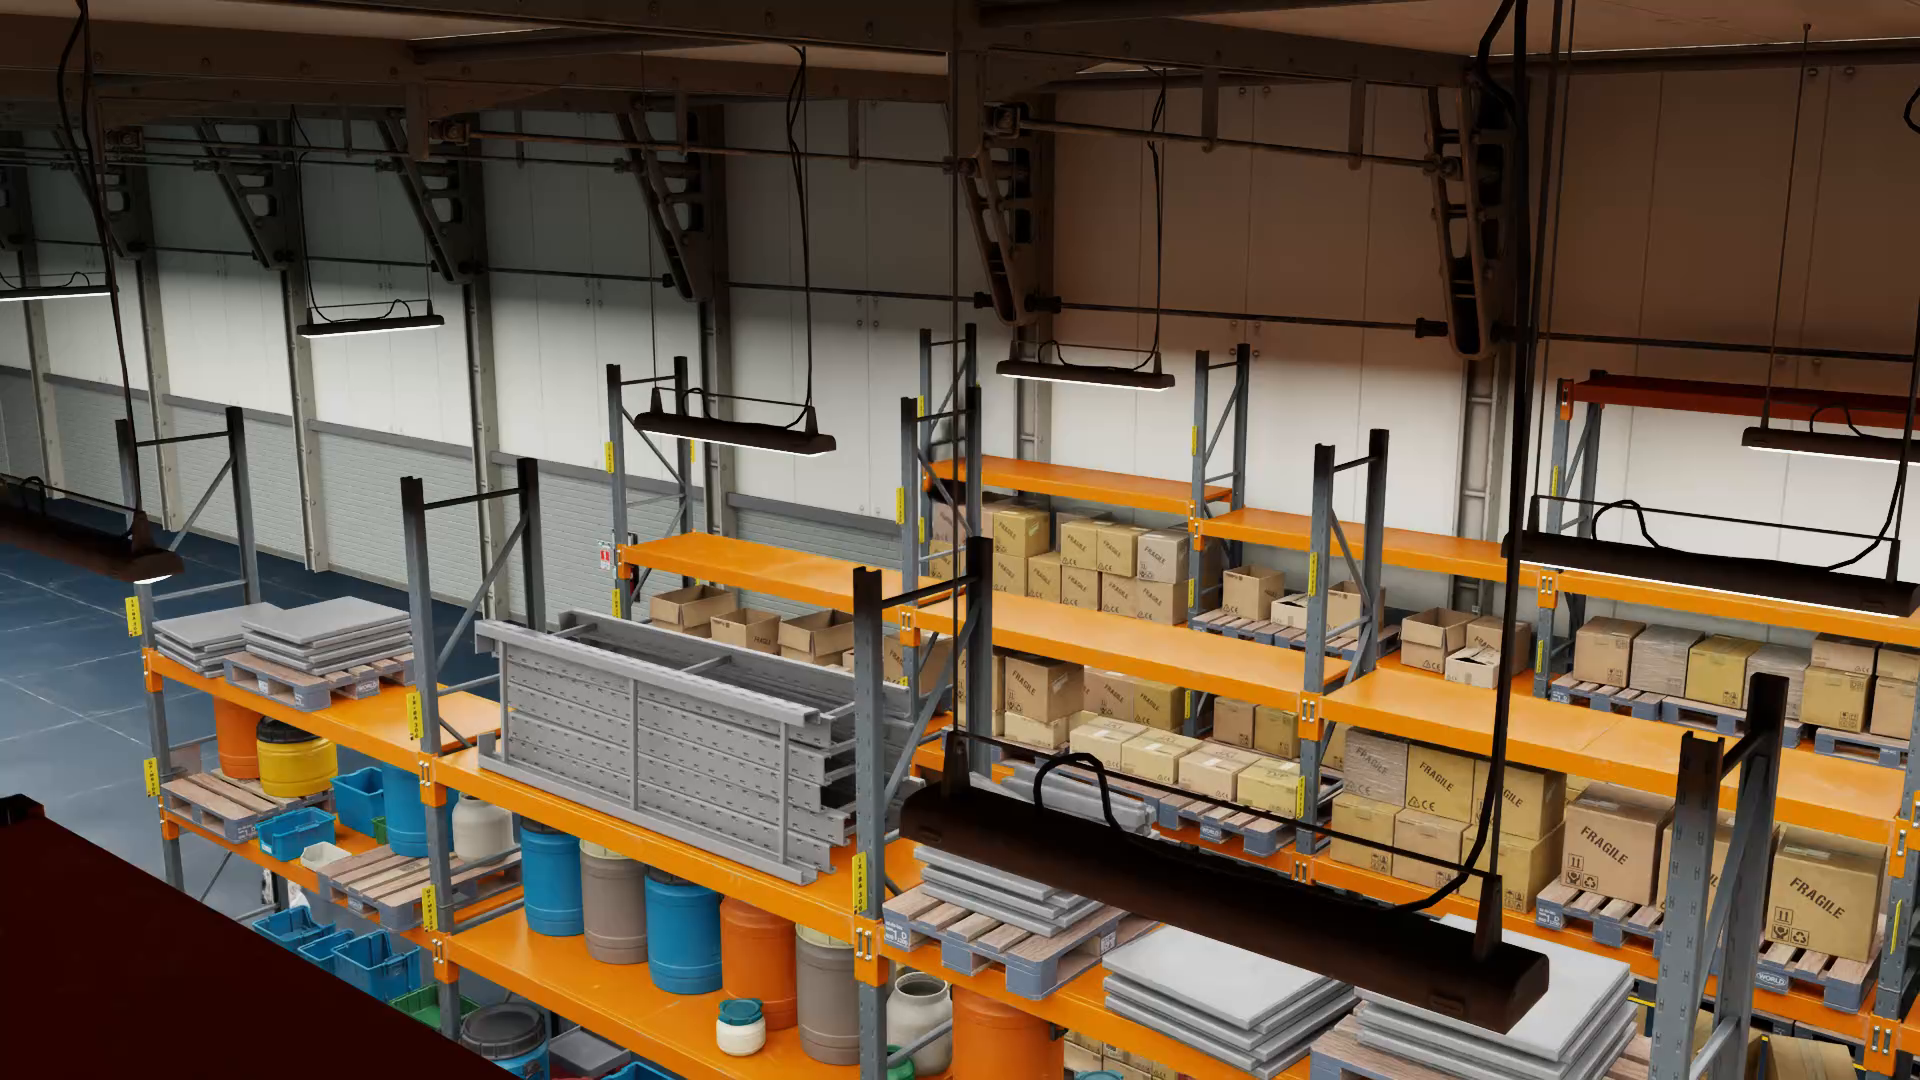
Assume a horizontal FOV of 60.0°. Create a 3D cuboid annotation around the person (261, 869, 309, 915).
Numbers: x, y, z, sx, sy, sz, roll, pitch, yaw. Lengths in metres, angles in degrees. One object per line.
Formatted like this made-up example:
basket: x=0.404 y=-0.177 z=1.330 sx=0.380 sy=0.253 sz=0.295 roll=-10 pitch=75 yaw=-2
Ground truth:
person: x=-6.478 y=3.695 z=16.253 sx=0.825 sy=1.638 sz=0.652 roll=-1 pitch=13 yaw=-5
